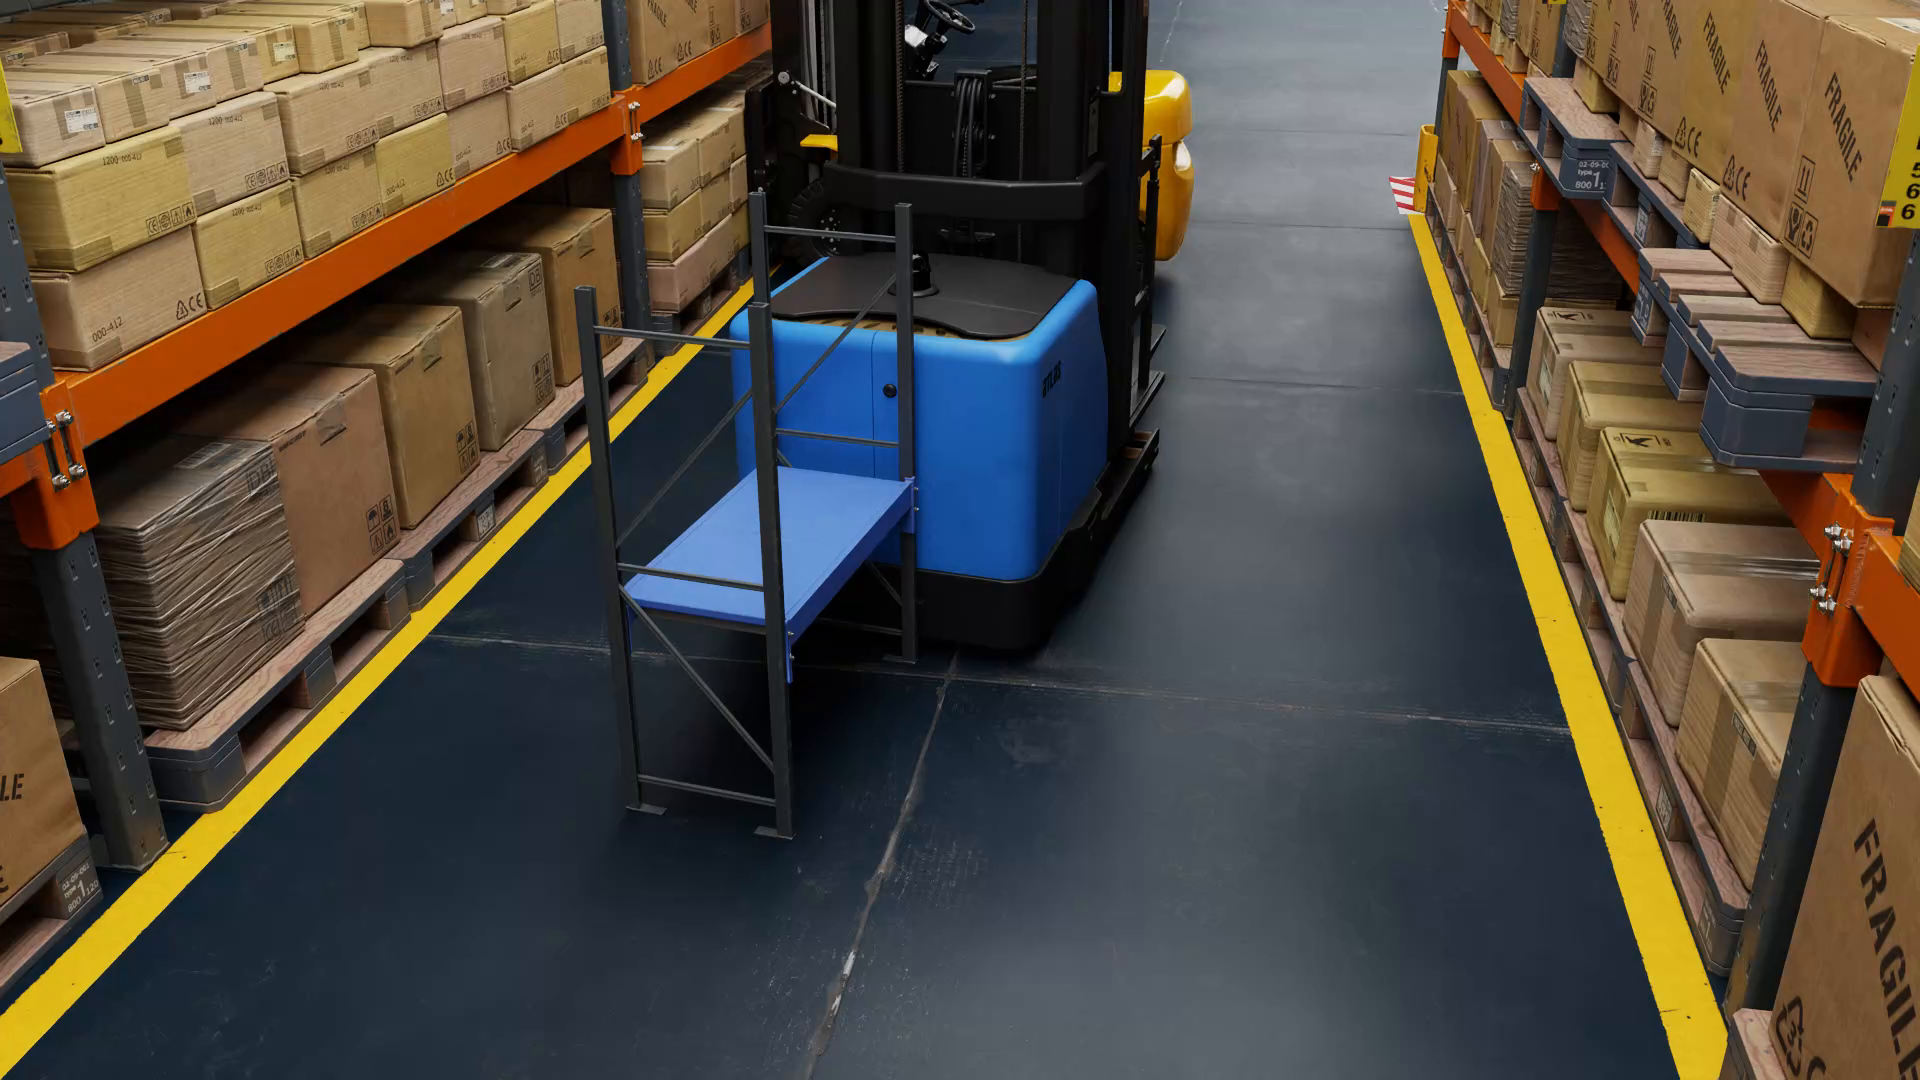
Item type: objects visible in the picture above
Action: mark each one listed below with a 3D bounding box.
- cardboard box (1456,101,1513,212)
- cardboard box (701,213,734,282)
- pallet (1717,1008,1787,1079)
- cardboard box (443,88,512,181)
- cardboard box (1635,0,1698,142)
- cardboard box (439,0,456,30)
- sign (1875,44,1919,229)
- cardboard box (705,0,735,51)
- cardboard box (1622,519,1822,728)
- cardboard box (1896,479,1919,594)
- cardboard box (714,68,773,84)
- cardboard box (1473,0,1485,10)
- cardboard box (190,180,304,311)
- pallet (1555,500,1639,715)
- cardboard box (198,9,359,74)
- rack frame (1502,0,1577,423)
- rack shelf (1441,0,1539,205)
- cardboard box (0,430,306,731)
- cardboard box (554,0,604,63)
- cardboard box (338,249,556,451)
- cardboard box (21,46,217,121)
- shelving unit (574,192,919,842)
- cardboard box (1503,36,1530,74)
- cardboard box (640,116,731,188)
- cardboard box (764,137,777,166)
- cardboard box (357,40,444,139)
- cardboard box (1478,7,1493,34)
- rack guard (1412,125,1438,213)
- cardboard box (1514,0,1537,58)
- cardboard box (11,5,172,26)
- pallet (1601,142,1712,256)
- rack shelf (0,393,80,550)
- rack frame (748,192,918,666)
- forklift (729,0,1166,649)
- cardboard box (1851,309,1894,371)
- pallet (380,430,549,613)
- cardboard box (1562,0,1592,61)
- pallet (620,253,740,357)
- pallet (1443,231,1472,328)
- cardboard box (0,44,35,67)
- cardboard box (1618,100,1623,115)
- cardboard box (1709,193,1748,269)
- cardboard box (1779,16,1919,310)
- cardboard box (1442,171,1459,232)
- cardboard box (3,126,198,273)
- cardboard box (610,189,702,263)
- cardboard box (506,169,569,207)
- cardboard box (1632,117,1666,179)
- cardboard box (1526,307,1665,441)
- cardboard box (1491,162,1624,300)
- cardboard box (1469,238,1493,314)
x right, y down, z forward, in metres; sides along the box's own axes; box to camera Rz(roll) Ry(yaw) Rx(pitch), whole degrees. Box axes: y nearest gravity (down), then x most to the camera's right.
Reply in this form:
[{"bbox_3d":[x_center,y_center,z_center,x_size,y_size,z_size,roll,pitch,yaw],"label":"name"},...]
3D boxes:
[{"bbox_3d":[2.995,-2.071,9.000,0.500,0.500,0.500,5,25,10],"label":"cardboard box"},{"bbox_3d":[-1.504,-1.550,8.772,0.500,0.250,0.500,3,25,7],"label":"cardboard box"},{"bbox_3d":[2.063,1.390,3.031,1.003,0.211,1.213,4,25,9],"label":"pallet"},{"bbox_3d":[-1.990,-1.499,6.092,0.500,0.250,0.500,4,25,9],"label":"cardboard box"},{"bbox_3d":[2.312,-1.433,4.809,0.500,0.500,0.500,3,25,6],"label":"cardboard box"},{"bbox_3d":[-1.994,-1.857,5.796,0.380,0.149,0.250,4,25,9],"label":"cardboard box"},{"bbox_3d":[1.730,-0.719,2.976,0.100,0.325,0.005,4,25,9],"label":"sign"},{"bbox_3d":[-1.497,-2.856,8.696,0.500,0.500,0.500,4,25,8],"label":"cardboard box"},{"bbox_3d":[2.481,0.258,4.765,0.950,0.372,0.625,4,25,8],"label":"cardboard box"},{"bbox_3d":[1.938,0.058,2.765,0.500,0.250,0.500,4,25,8],"label":"cardboard box"},{"bbox_3d":[-1.242,-2.643,9.927,0.500,0.250,0.500,4,25,9],"label":"cardboard box"},{"bbox_3d":[3.059,-3.114,8.896,0.500,0.500,0.500,4,25,7],"label":"cardboard box"},{"bbox_3d":[-2.230,-0.850,4.705,0.500,0.250,0.500,3,25,7],"label":"cardboard box"},{"bbox_3d":[2.597,0.230,5.509,1.003,0.211,1.213,4,25,9],"label":"pallet"},{"bbox_3d":[-2.088,-1.532,5.102,0.380,0.149,0.250,5,25,10],"label":"cardboard box"},{"bbox_3d":[2.920,-1.870,6.707,1.000,3.000,0.127,4,25,9],"label":"rack frame"},{"bbox_3d":[3.247,-2.381,8.647,1.077,0.370,4.000,4,25,9],"label":"rack shelf"},{"bbox_3d":[-2.516,0.086,4.834,0.875,0.625,0.625,5,26,10],"label":"cardboard box"},{"bbox_3d":[-1.805,-2.148,6.888,0.500,0.250,0.500,3,25,7],"label":"cardboard box"},{"bbox_3d":[-2.186,-0.784,6.693,0.875,0.625,0.625,4,25,8],"label":"cardboard box"},{"bbox_3d":[-2.229,-1.213,4.419,0.380,0.149,0.250,5,25,10],"label":"cardboard box"},{"bbox_3d":[-0.534,-0.106,4.706,0.538,1.500,1.048,8,26,16],"label":"shelving unit"},{"bbox_3d":[2.835,-2.337,8.001,0.380,0.149,0.250,4,25,8],"label":"cardboard box"},{"bbox_3d":[-1.495,-2.004,8.562,0.500,0.250,0.500,4,25,9],"label":"cardboard box"},{"bbox_3d":[-1.336,-2.196,9.562,0.500,0.250,0.500,4,25,8],"label":"cardboard box"},{"bbox_3d":[-2.073,-1.509,5.523,0.500,0.250,0.500,4,25,9],"label":"cardboard box"},{"bbox_3d":[3.068,-2.876,9.153,0.380,0.149,0.250,5,25,10],"label":"cardboard box"},{"bbox_3d":[3.561,-2.379,10.743,1.175,0.500,0.348,4,25,9],"label":"rack guard"},{"bbox_3d":[2.825,-2.469,7.518,0.500,0.500,0.500,5,26,10],"label":"cardboard box"},{"bbox_3d":[-2.693,-1.572,5.186,0.380,0.149,0.250,4,25,8],"label":"cardboard box"},{"bbox_3d":[2.550,-0.941,4.949,1.003,0.211,1.213,4,25,9],"label":"pallet"},{"bbox_3d":[-2.958,0.623,2.230,1.077,0.370,4.000,4,25,9],"label":"rack shelf"},{"bbox_3d":[-0.379,-0.311,5.145,0.500,1.500,0.032,8,26,16],"label":"rack frame"},{"bbox_3d":[0.191,-1.579,6.166,1.130,2.935,3.031,8,26,16],"label":"forklift"},{"bbox_3d":[2.088,-0.427,3.425,0.380,0.149,0.250,5,26,10],"label":"cardboard box"},{"bbox_3d":[-2.256,-0.127,6.272,1.003,0.211,1.213,4,25,9],"label":"pallet"},{"bbox_3d":[2.561,-2.064,6.157,0.500,0.500,0.500,5,25,10],"label":"cardboard box"},{"bbox_3d":[-1.806,-1.279,8.734,1.003,0.211,1.213,4,25,9],"label":"pallet"},{"bbox_3d":[3.192,-1.402,8.997,1.003,0.211,1.213,4,25,9],"label":"pallet"},{"bbox_3d":[-2.743,-1.250,4.499,0.380,0.149,0.250,4,25,8],"label":"cardboard box"},{"bbox_3d":[2.498,-1.510,5.738,0.380,0.149,0.250,6,26,12],"label":"cardboard box"},{"bbox_3d":[2.106,-0.757,4.131,0.380,0.149,0.250,3,25,6],"label":"cardboard box"},{"bbox_3d":[2.066,-0.777,3.407,0.500,0.500,0.500,3,25,7],"label":"cardboard box"},{"bbox_3d":[3.078,-1.957,9.640,0.500,0.250,0.500,5,26,10],"label":"cardboard box"},{"bbox_3d":[-2.293,-0.865,4.147,0.500,0.250,0.500,4,25,8],"label":"cardboard box"},{"bbox_3d":[-1.594,-1.565,8.213,0.500,0.250,0.500,4,25,8],"label":"cardboard box"},{"bbox_3d":[-2.088,-1.829,8.189,0.500,0.250,0.500,5,25,10],"label":"cardboard box"},{"bbox_3d":[2.278,-1.194,5.064,0.380,0.149,0.250,5,26,11],"label":"cardboard box"},{"bbox_3d":[2.837,-0.651,6.706,0.950,0.372,0.625,4,25,9],"label":"cardboard box"},{"bbox_3d":[2.752,-1.421,7.610,0.500,0.500,0.500,4,25,8],"label":"cardboard box"},{"bbox_3d":[2.829,-1.304,8.246,0.500,0.250,0.500,3,25,7],"label":"cardboard box"}]
